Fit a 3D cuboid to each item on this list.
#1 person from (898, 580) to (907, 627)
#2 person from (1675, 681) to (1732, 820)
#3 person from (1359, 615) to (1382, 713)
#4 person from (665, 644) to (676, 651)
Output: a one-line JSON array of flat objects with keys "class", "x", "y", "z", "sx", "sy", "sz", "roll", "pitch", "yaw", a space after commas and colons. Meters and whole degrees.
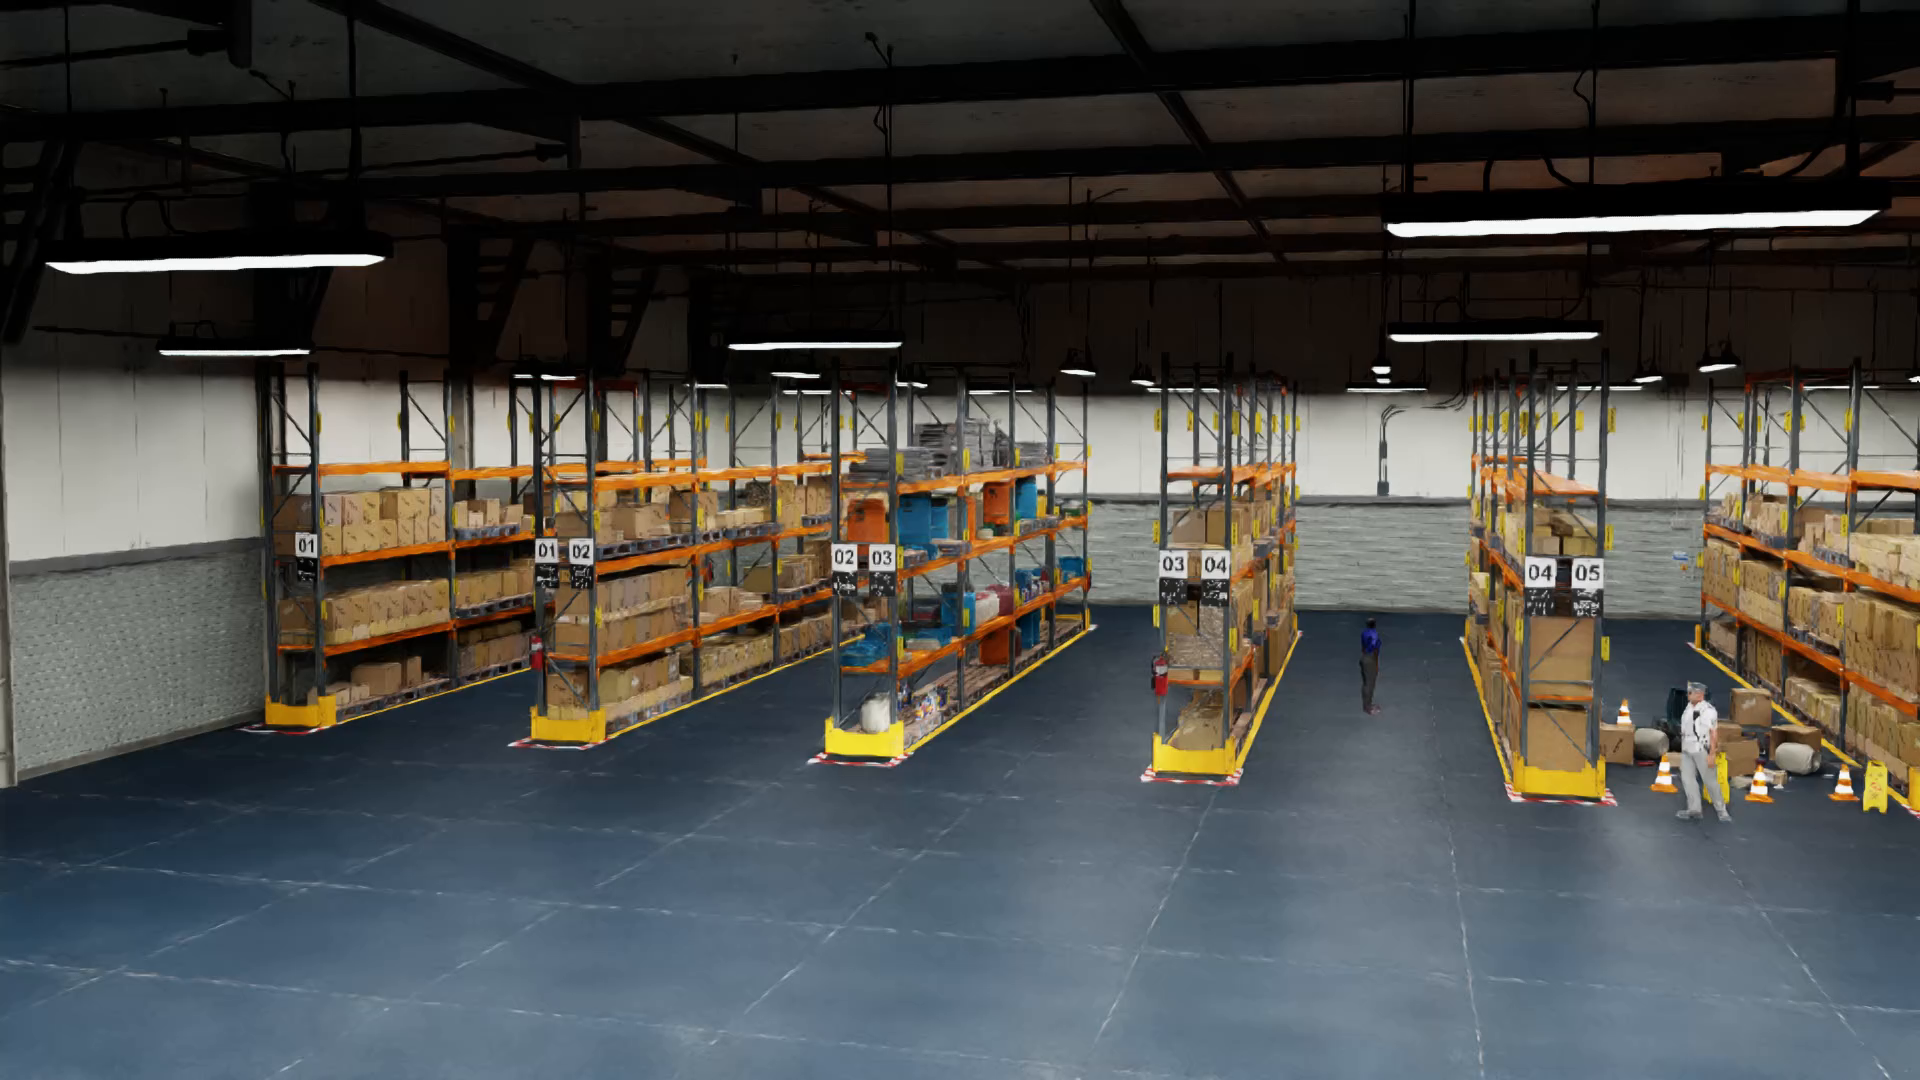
[{"class": "person", "x": -1.314, "y": 1.619, "z": 36.550, "sx": 0.447, "sy": 1.581, "sz": 1.096, "roll": 1, "pitch": 4, "yaw": 13}, {"class": "person", "x": 9.416, "y": 2.658, "z": 21.037, "sx": 0.569, "sy": 1.748, "sz": 0.656, "roll": -1, "pitch": 4, "yaw": -14}, {"class": "person", "x": 7.143, "y": 2.134, "z": 28.848, "sx": 0.426, "sy": 1.662, "sz": 0.498, "roll": -1, "pitch": 4, "yaw": -13}, {"class": "person", "x": -6.192, "y": 1.618, "z": 35.869, "sx": 0.460, "sy": 1.724, "sz": 0.578, "roll": -1, "pitch": 4, "yaw": -13}]
